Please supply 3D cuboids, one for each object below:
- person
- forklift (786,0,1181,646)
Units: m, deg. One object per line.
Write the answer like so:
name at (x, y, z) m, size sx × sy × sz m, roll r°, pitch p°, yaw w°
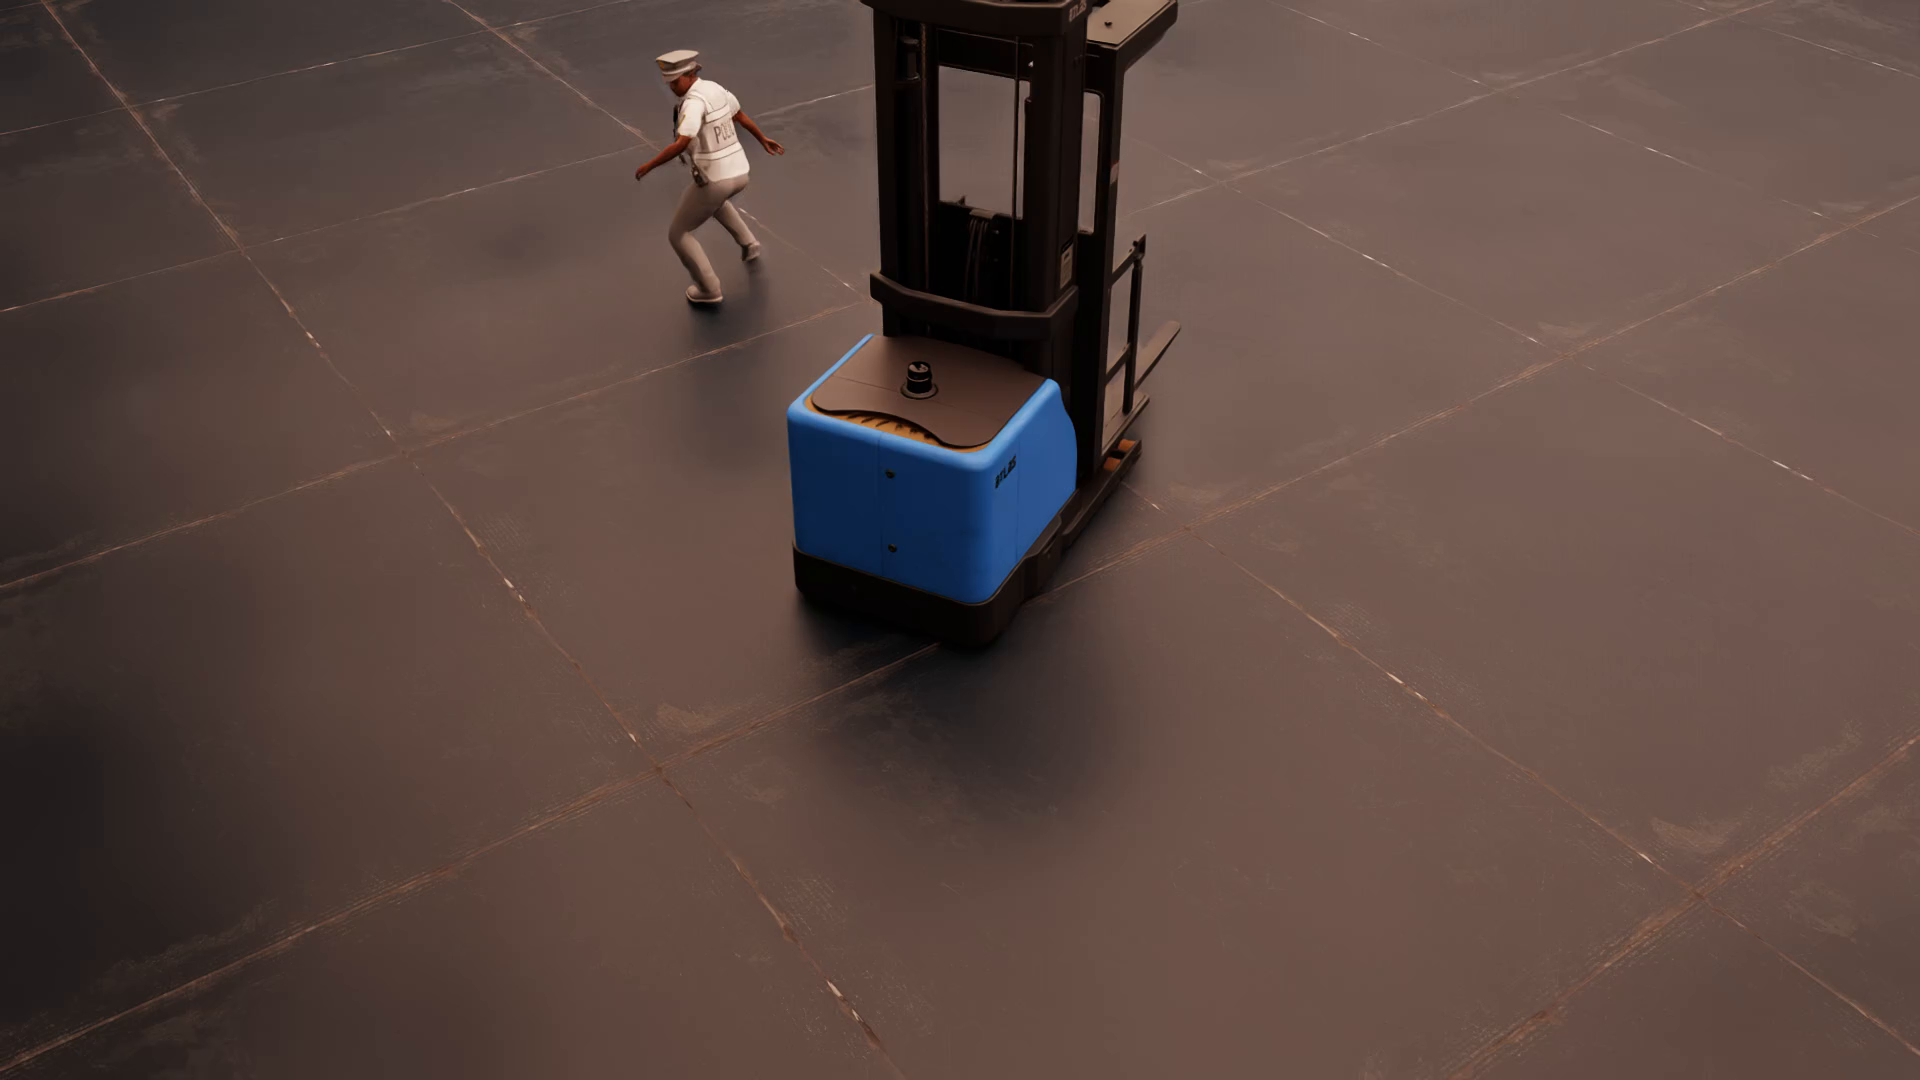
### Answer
person at (-1.527, -2.241, 10.260) m, size 0.540 × 1.587 × 0.956 m, roll 14°, pitch 39°, yaw 19°
forklift at (0.318, -1.556, 8.049) m, size 1.130 × 2.935 × 3.031 m, roll 17°, pitch 40°, yaw 21°
